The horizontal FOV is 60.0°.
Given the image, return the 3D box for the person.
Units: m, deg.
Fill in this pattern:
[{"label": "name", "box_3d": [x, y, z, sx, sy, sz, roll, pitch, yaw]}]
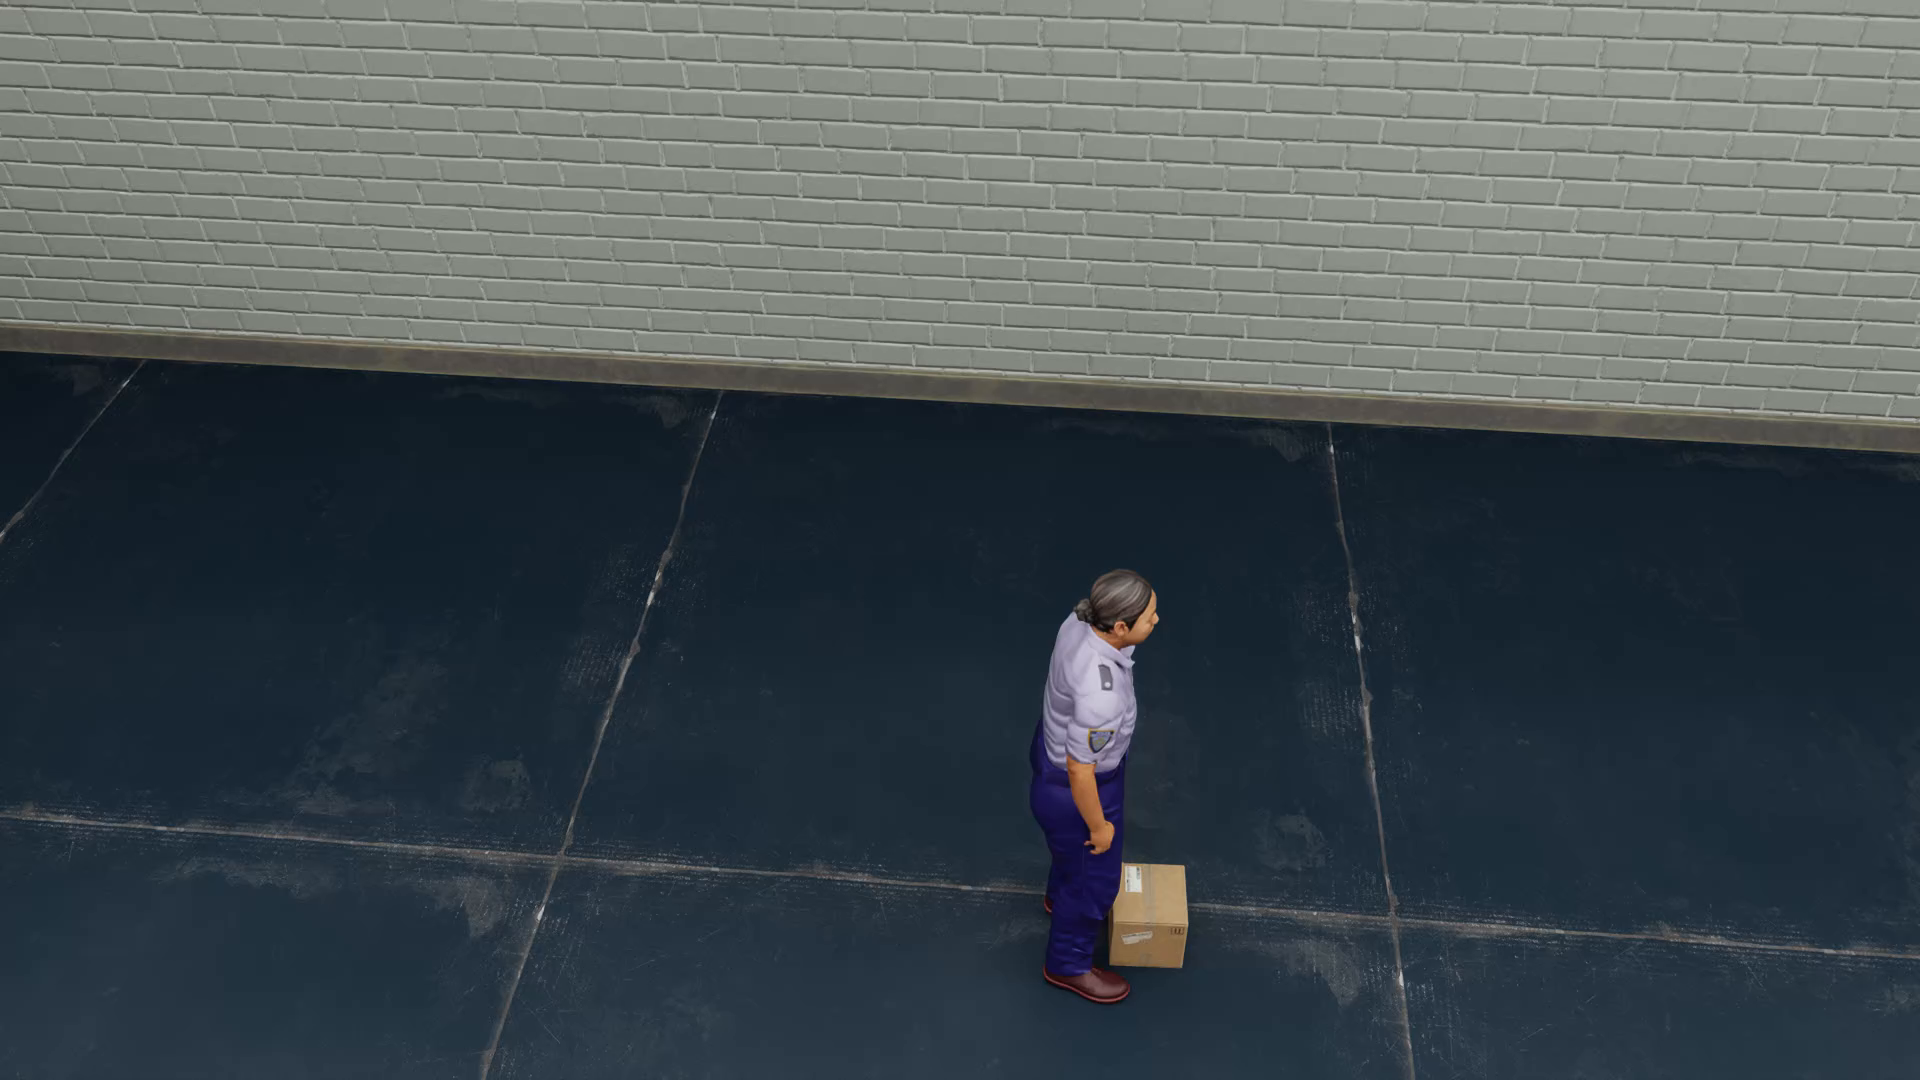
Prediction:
[{"label": "person", "box_3d": [0.406, 0.760, 5.279, 0.372, 1.636, 0.557, 1, 40, 1]}]
